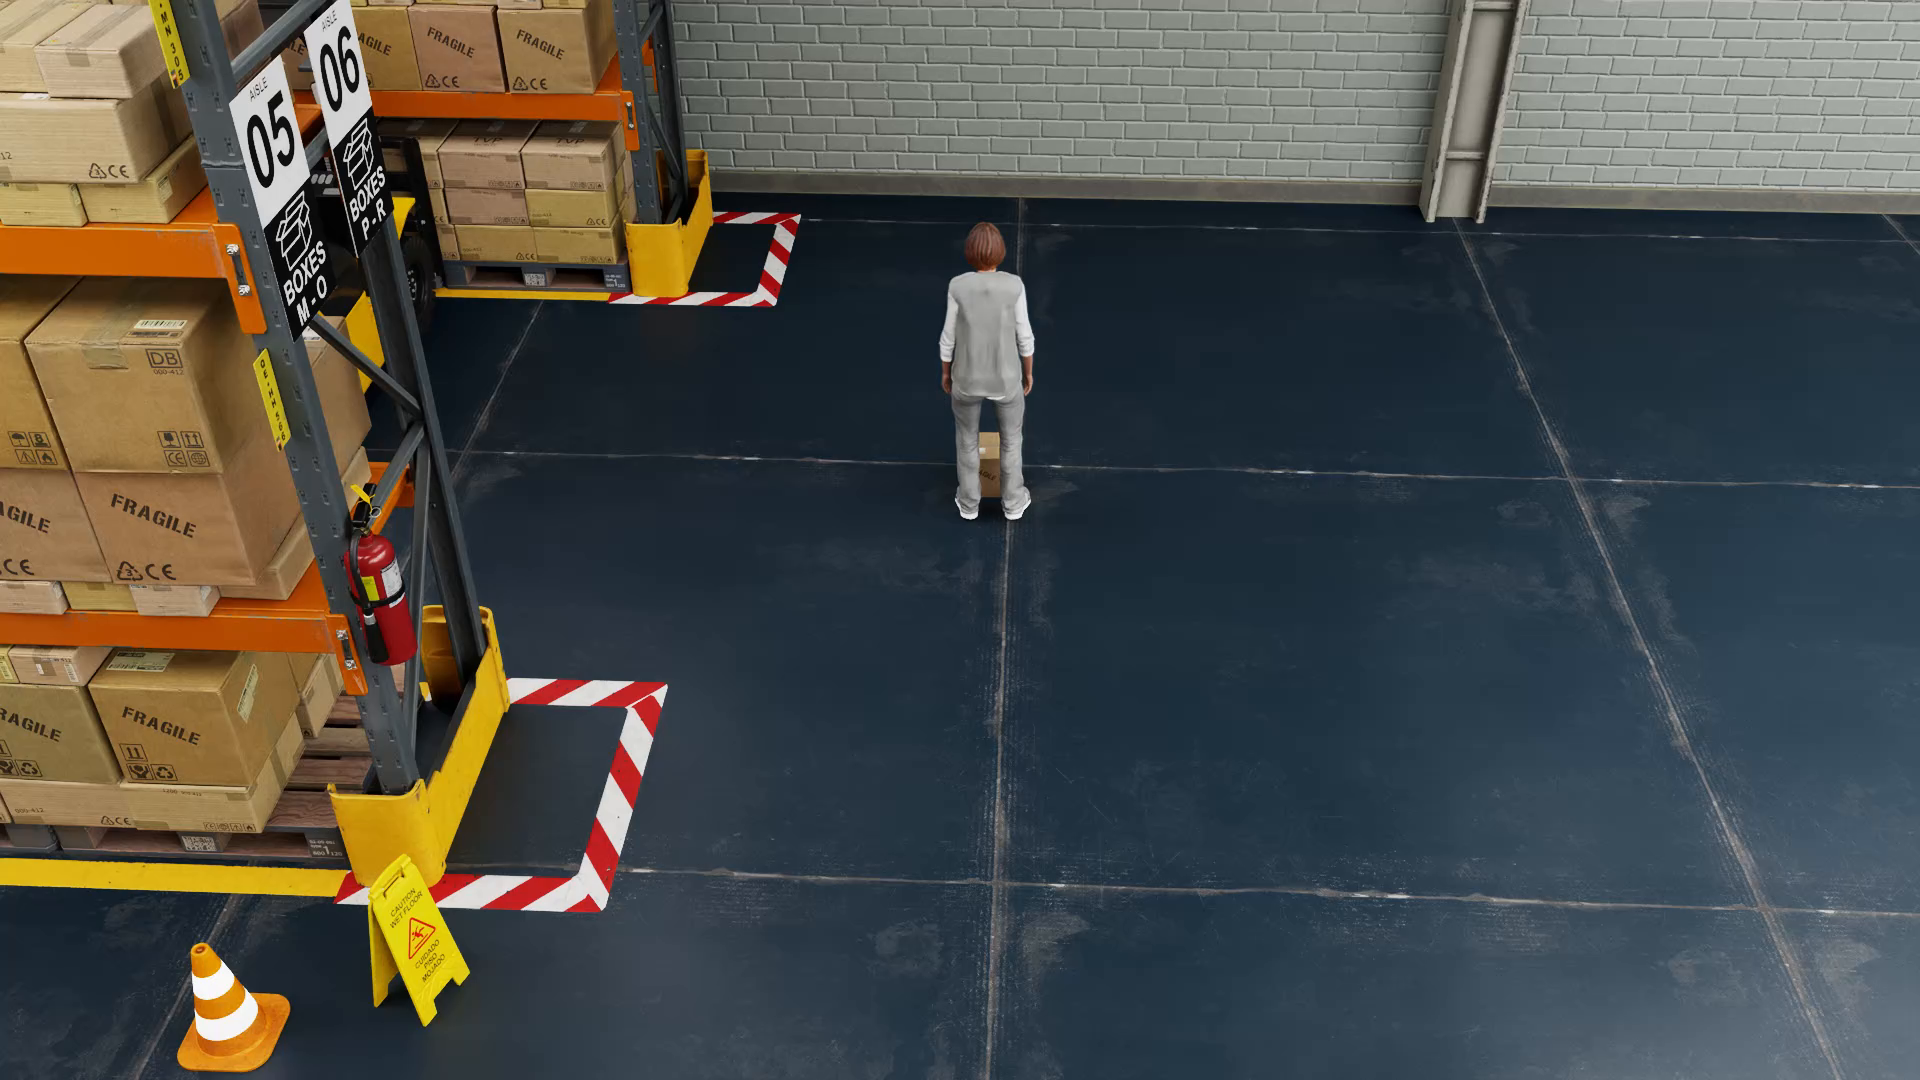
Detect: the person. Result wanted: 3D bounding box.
[{"bbox_3d":[0.135,-0.798,8.213,0.465,1.593,0.348,1,36,2],"label":"person"}]
